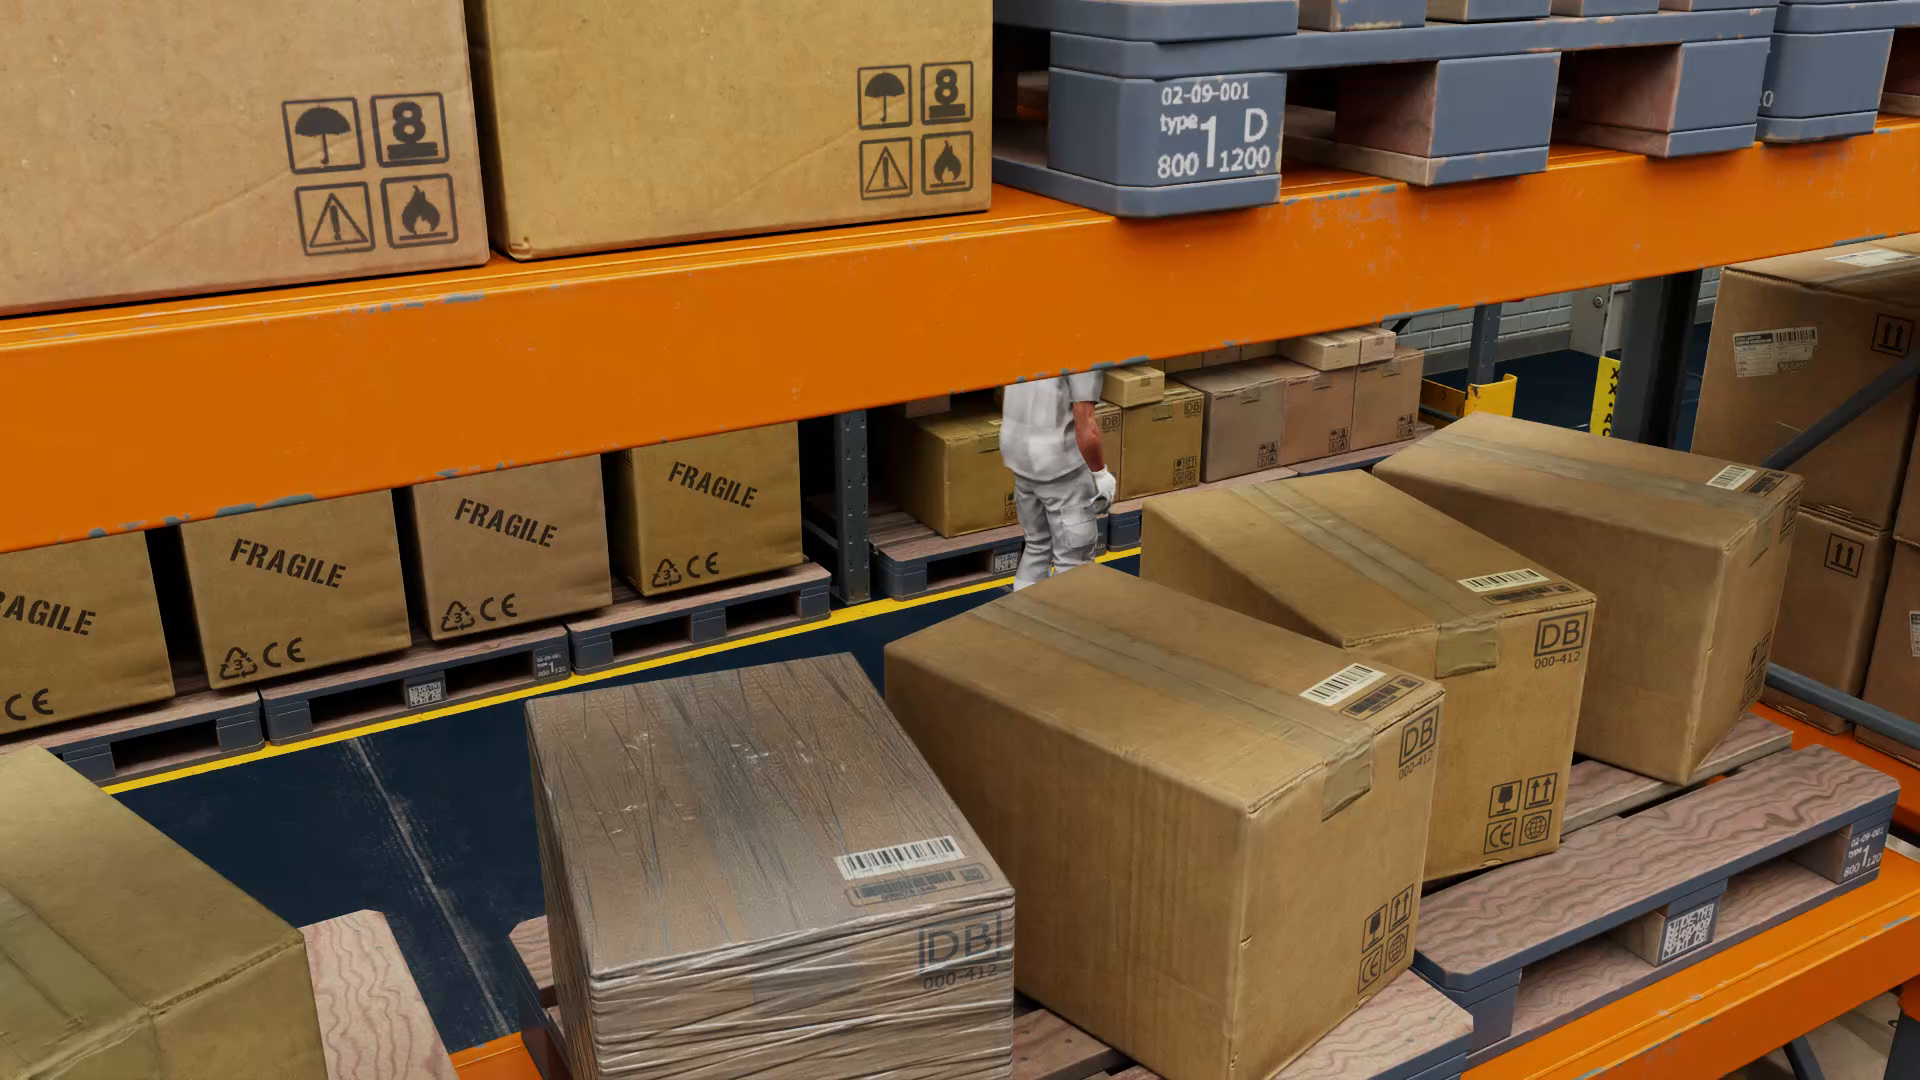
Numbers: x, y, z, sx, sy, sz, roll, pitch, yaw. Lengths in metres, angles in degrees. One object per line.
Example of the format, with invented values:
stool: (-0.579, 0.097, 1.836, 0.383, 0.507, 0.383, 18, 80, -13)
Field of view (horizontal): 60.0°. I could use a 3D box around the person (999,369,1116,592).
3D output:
person: (0.404, -0.312, 6.853, 0.448, 1.780, 0.623, -13, 25, -30)
